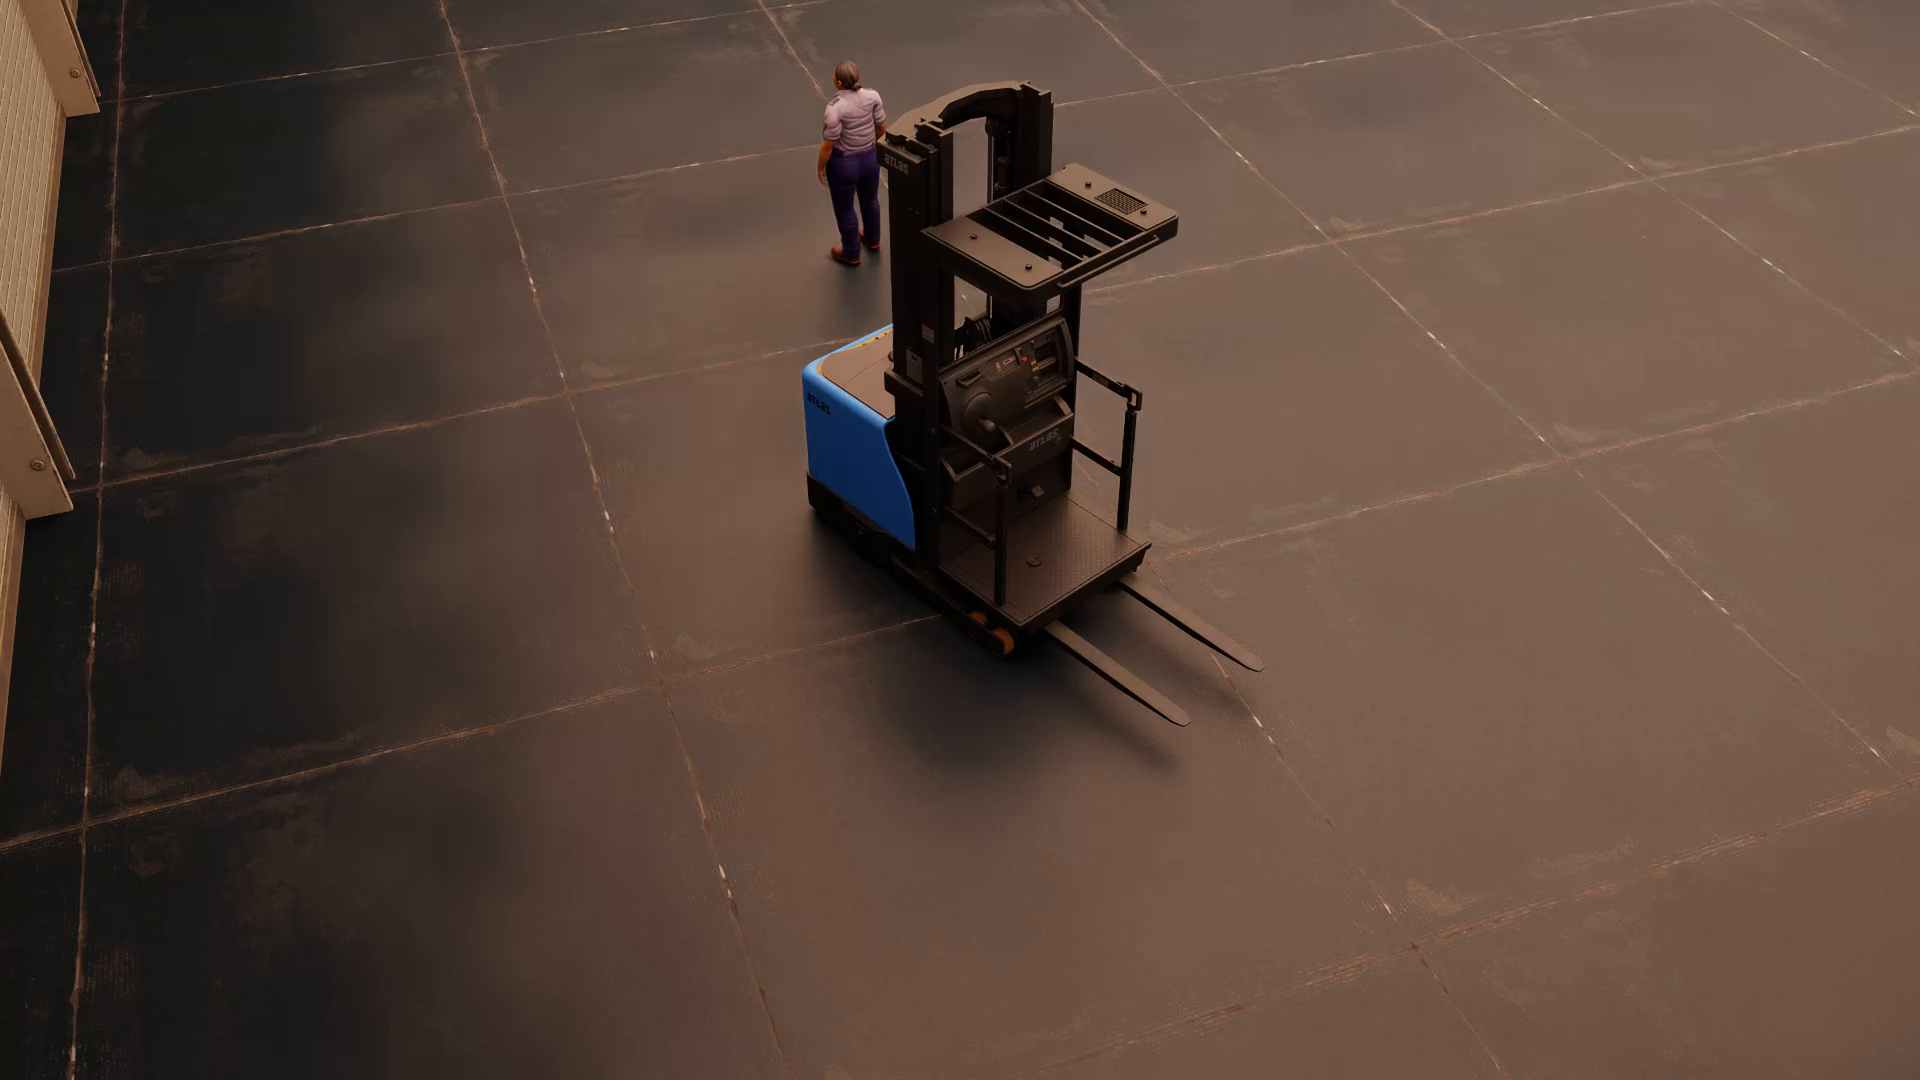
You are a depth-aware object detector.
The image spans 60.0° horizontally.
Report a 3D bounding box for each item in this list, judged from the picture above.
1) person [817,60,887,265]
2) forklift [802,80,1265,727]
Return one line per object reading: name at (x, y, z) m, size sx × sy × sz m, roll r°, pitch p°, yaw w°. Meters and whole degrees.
person at (-0.835, -2.837, 12.362) m, size 0.598 × 1.651 × 0.502 m, roll -24°, pitch 46°, yaw -26°
forklift at (0.409, -0.833, 8.988) m, size 1.130 × 2.935 × 3.031 m, roll -30°, pitch 49°, yaw -31°
